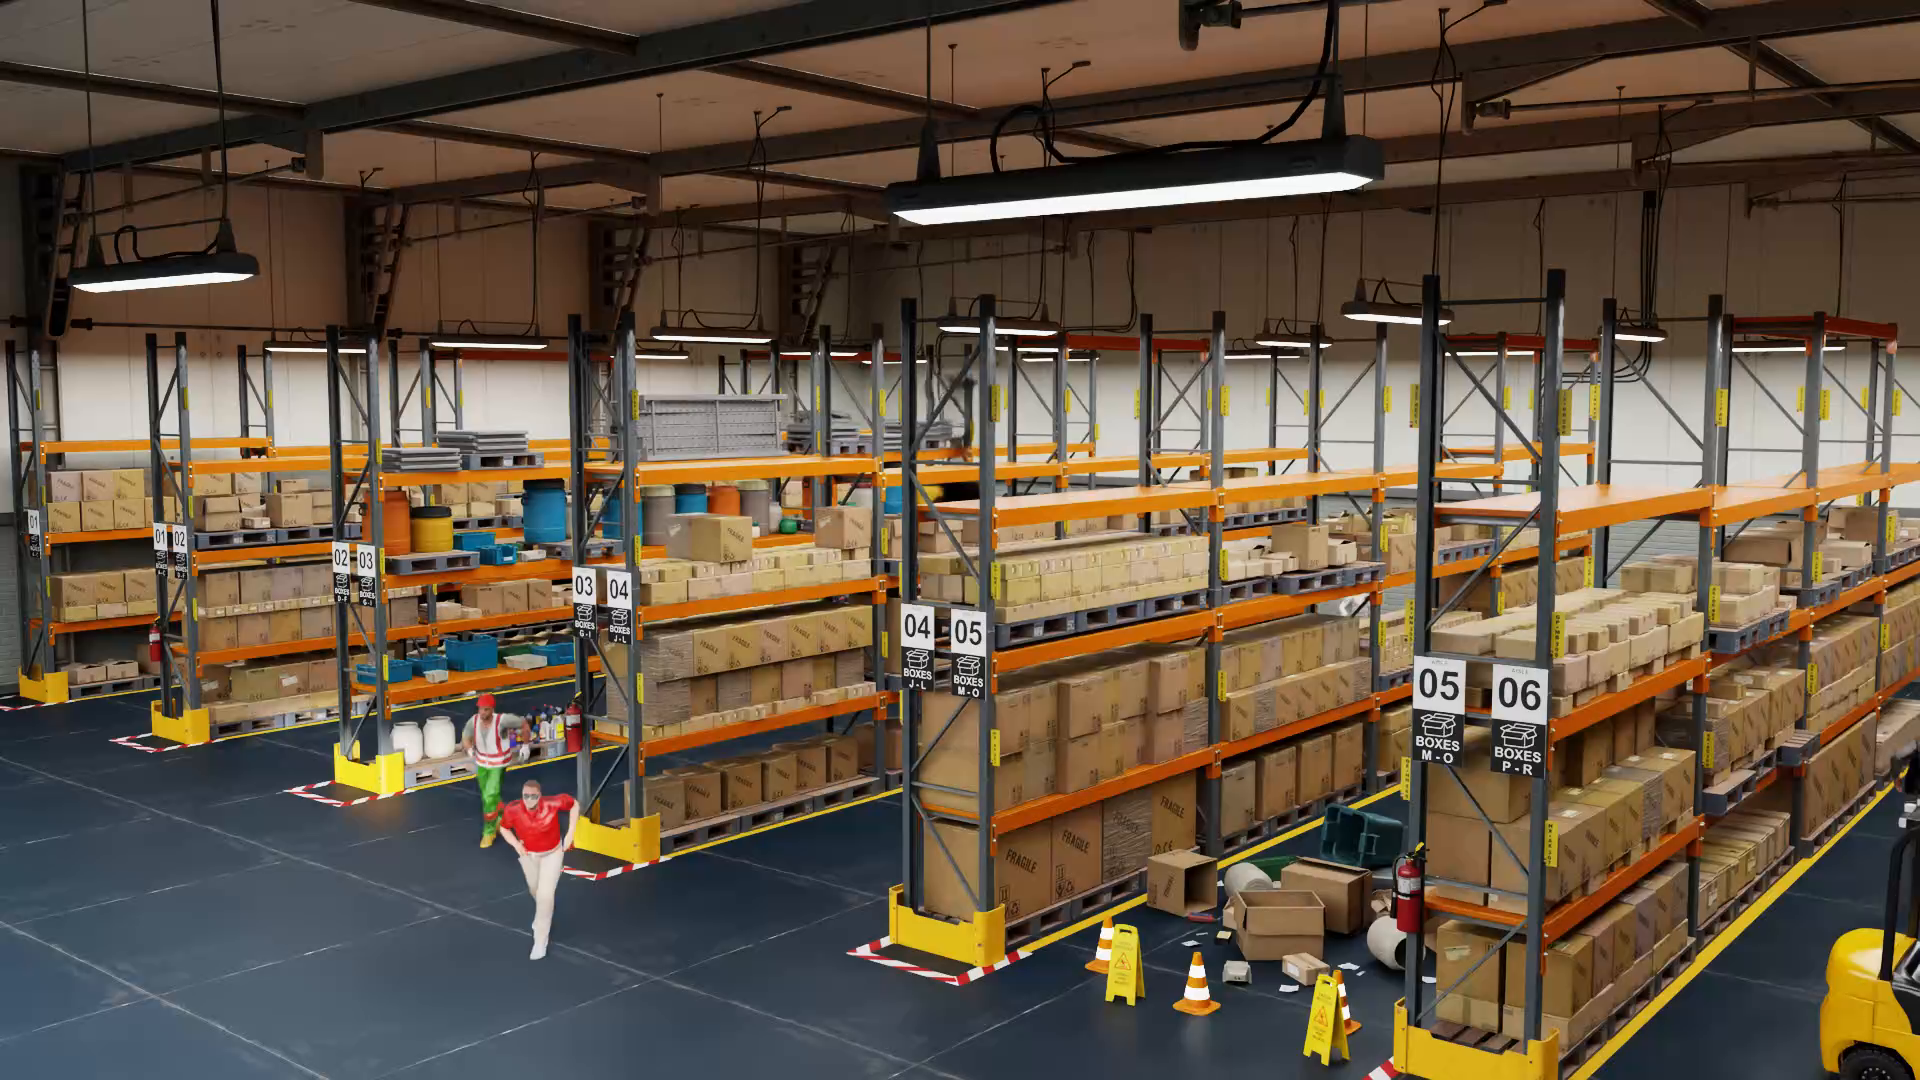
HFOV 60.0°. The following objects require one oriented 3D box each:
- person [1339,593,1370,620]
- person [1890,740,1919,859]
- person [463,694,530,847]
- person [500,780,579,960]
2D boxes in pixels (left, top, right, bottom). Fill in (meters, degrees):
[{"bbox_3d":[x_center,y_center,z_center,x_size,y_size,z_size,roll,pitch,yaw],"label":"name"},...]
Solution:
[{"bbox_3d":[7.410,1.564,30.729,0.669,1.708,0.711,-2,5,-20],"label":"person"},{"bbox_3d":[10.149,2.745,17.444,0.659,1.757,0.878,4,7,41],"label":"person"},{"bbox_3d":[-5.286,2.626,19.009,0.720,1.820,0.873,1,5,13],"label":"person"},{"bbox_3d":[-3.894,2.987,15.513,0.706,1.698,0.993,0,5,-5],"label":"person"}]
